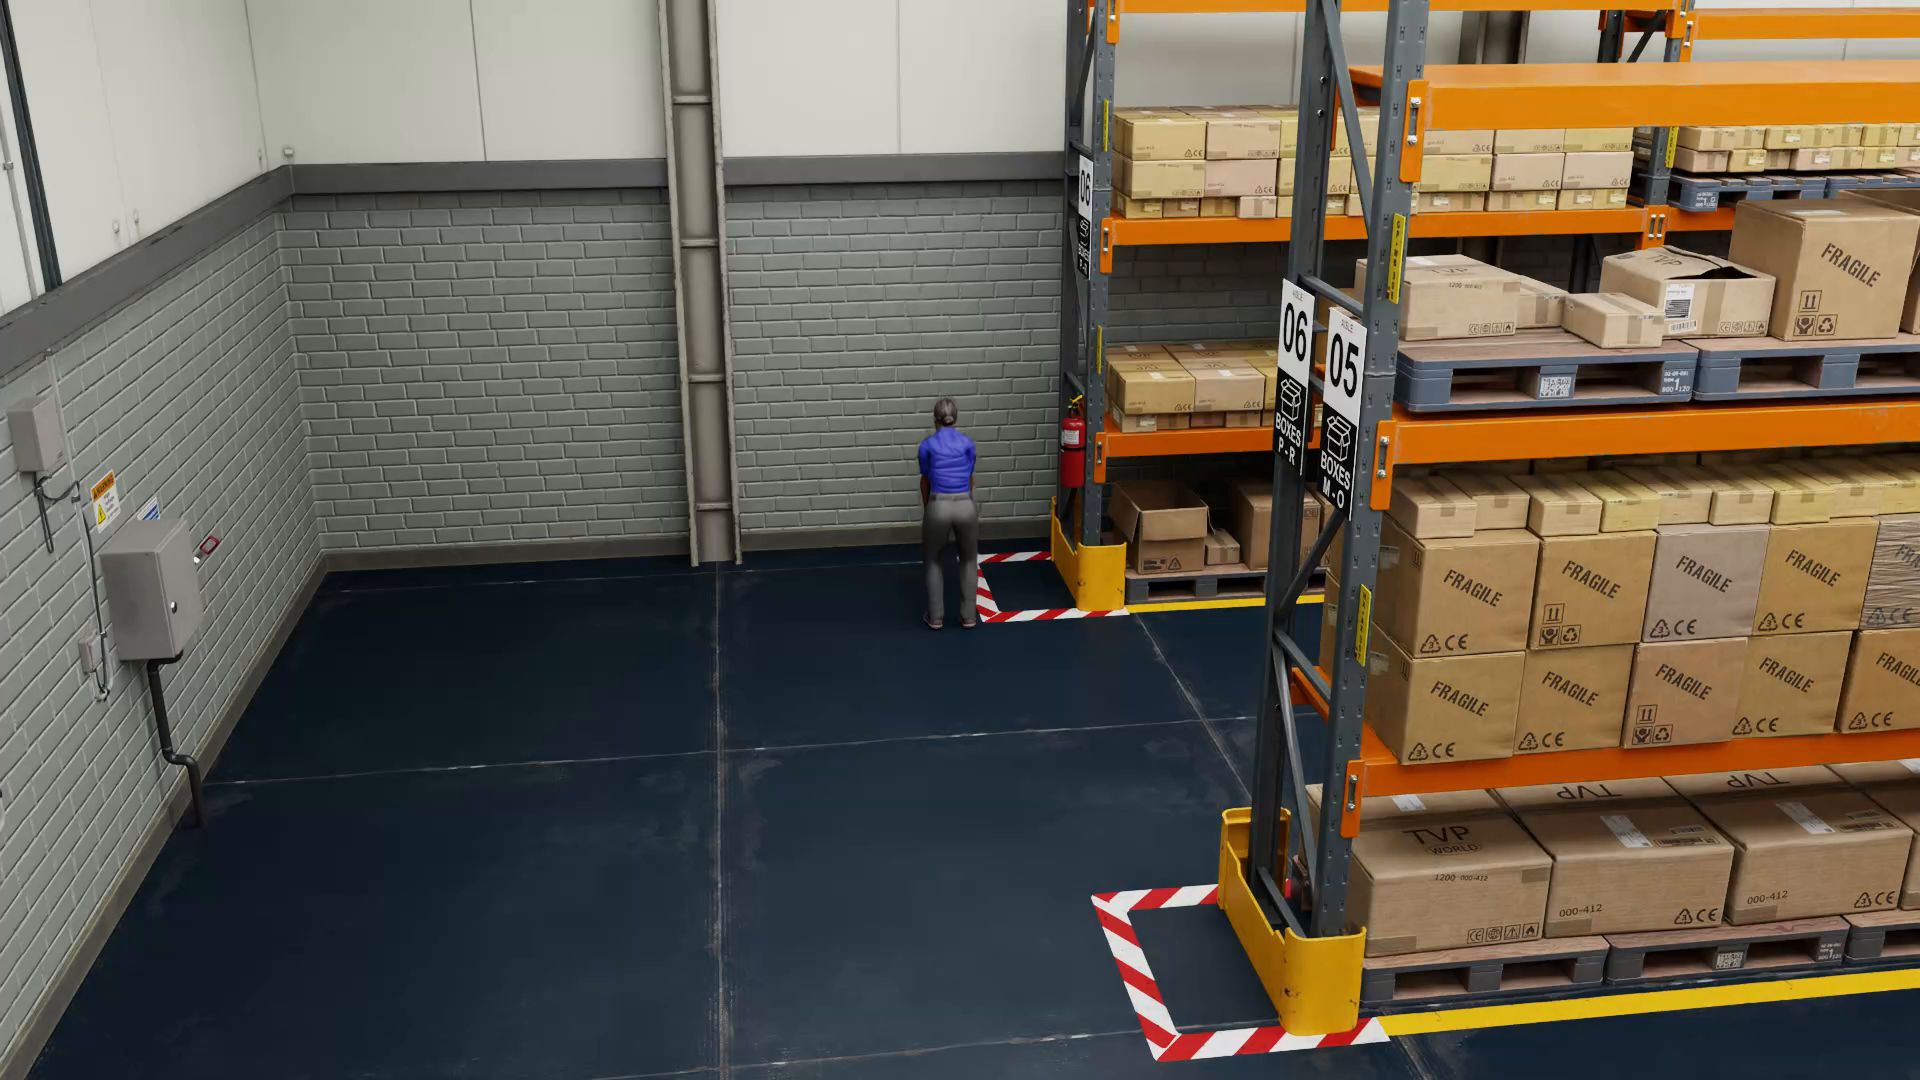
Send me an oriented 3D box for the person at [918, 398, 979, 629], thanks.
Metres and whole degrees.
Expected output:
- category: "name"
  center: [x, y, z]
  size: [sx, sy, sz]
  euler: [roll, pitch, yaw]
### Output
- category: "person"
  center: [-0.087, -0.193, 11.676]
  size: [0.411, 1.621, 0.551]
  euler: [-3, 20, -7]
